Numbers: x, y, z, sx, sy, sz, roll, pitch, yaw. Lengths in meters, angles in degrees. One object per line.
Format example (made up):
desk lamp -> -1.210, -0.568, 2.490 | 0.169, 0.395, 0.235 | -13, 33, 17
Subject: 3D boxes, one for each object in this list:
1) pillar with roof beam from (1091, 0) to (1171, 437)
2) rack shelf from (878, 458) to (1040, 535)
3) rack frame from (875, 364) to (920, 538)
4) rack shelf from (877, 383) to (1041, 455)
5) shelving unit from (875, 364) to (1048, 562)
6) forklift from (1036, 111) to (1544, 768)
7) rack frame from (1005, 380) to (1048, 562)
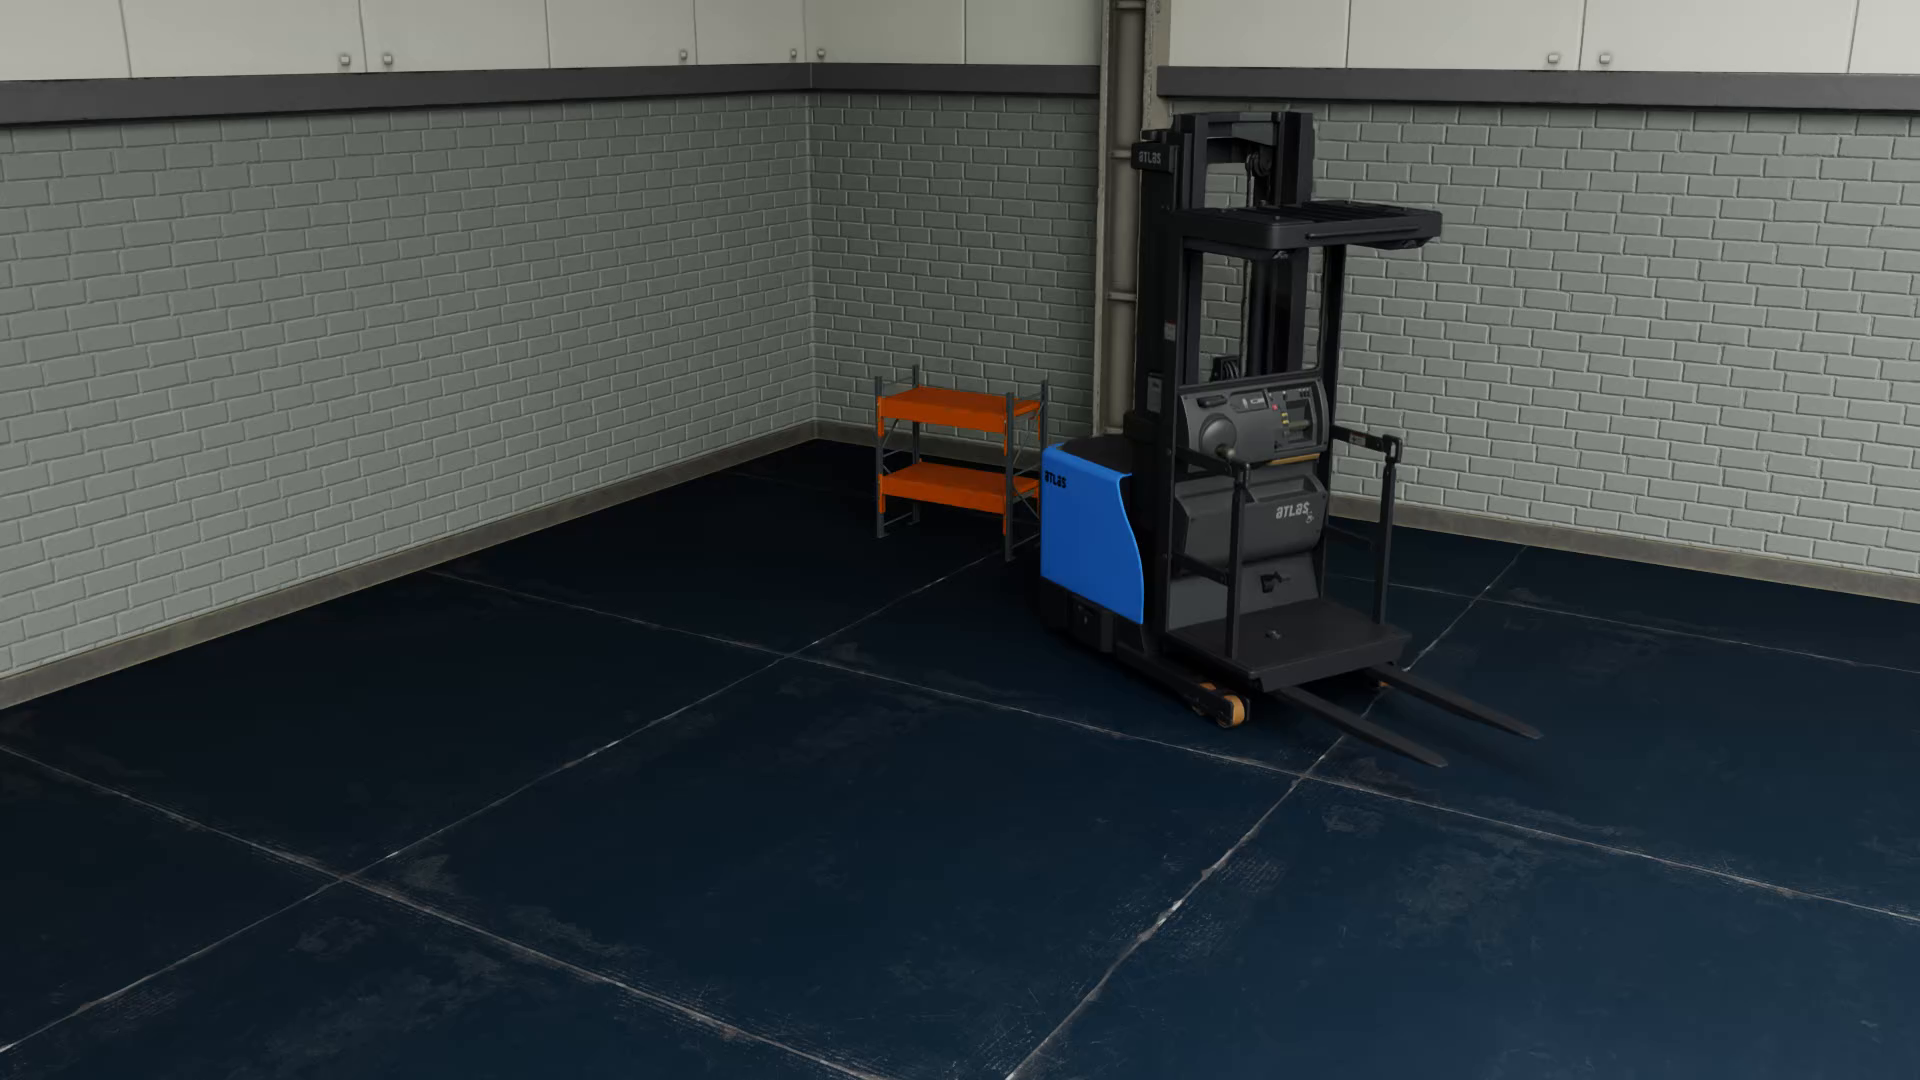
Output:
pillar with roof beam -> -1.017, -3.630, 7.849 | 0.400, 9.000, 9.100 | 10, 20, 30
rack shelf -> 0.006, -0.303, 11.285 | 1.000, 0.278, 0.538 | 10, 20, 30
rack frame -> -0.427, -0.615, 11.469 | 0.032, 1.125, 0.500 | 10, 20, 30
rack shelf -> 0.006, -0.817, 11.129 | 1.000, 0.278, 0.538 | 10, 20, 30
shelving unit -> 0.006, -0.537, 11.214 | 1.048, 1.125, 0.538 | 10, 20, 30
forklift -> 1.630, -0.617, 8.370 | 1.130, 2.935, 3.031 | -10, 19, -29
rack frame -> 0.439, -0.460, 10.960 | 0.032, 1.125, 0.500 | 10, 20, 30
